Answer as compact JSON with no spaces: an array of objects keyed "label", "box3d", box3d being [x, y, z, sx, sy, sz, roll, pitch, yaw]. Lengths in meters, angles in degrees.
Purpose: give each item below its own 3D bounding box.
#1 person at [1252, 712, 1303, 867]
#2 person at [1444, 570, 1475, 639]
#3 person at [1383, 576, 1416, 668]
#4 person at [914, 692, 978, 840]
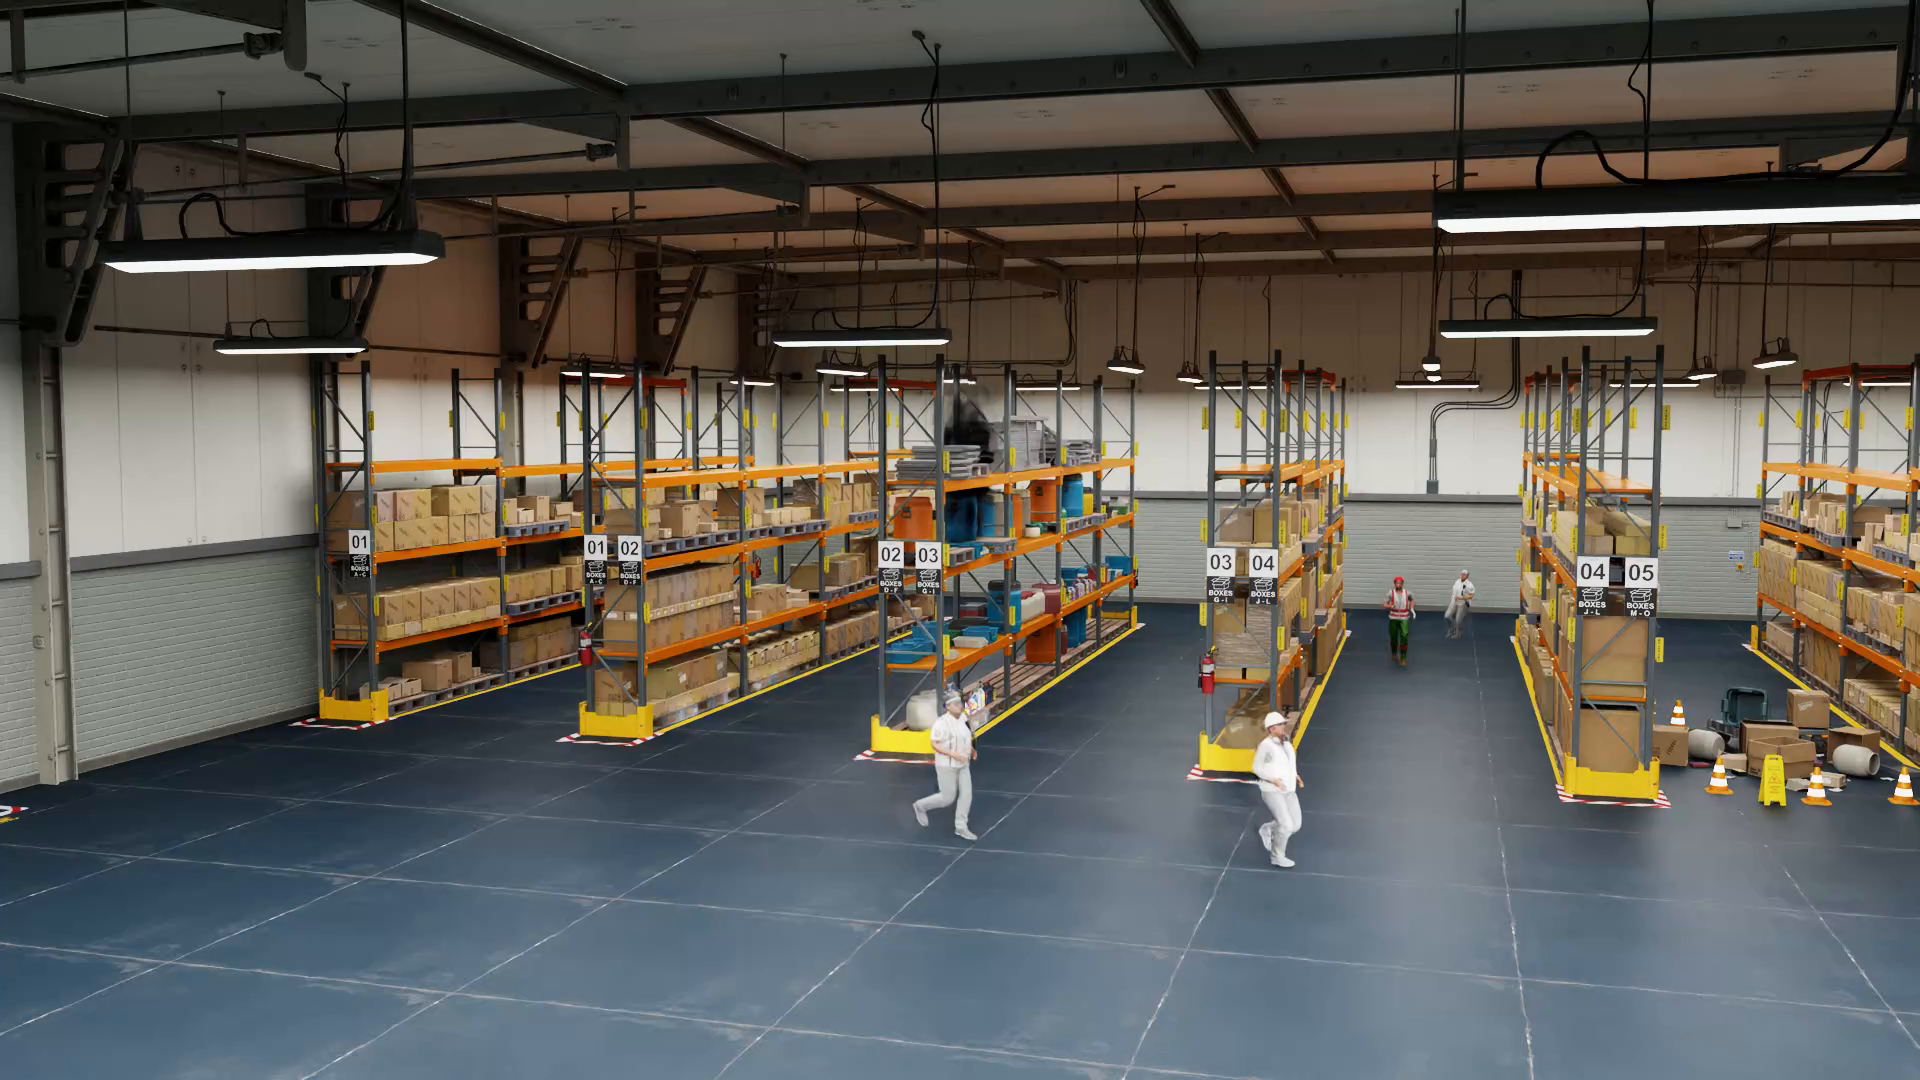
[{"label":"person","box3d":[3.567,2.801,18.763,0.657,1.720,0.612,-4,5,-41]},{"label":"person","box3d":[11.453,1.480,38.067,0.562,1.614,0.685,-3,5,-39]},{"label":"person","box3d":[9.019,1.652,34.151,0.654,1.834,0.855,1,4,12]},{"label":"person","box3d":[-0.122,2.704,20.103,0.844,1.779,0.670,3,5,40]}]
